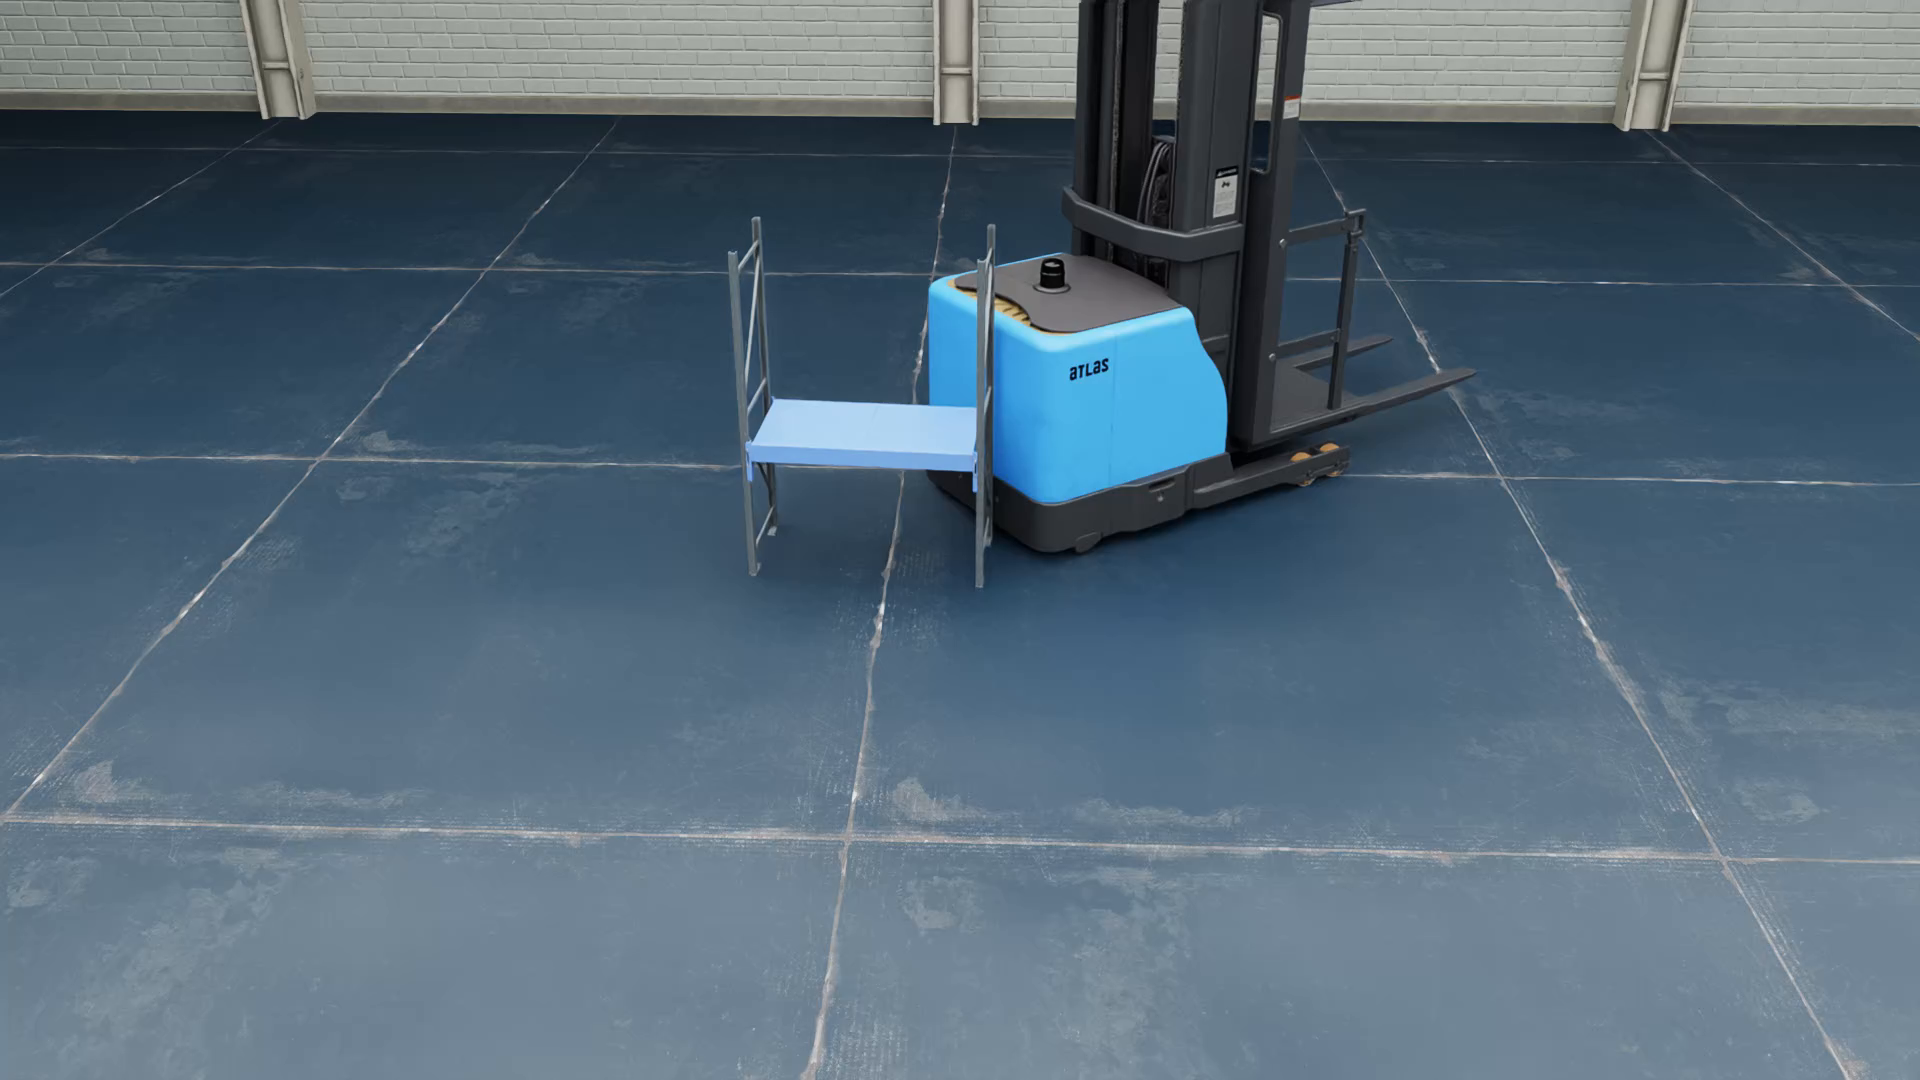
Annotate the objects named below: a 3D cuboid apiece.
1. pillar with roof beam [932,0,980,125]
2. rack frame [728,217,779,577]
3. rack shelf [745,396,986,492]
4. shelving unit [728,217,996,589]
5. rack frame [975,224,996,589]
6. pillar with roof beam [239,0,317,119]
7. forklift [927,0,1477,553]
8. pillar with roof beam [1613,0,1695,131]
[{"bbox_3d":[-0.183,-5.686,8.869,0.400,9.000,9.100,1,28,2],"label":"pillar with roof beam"},{"bbox_3d":[-0.901,-0.614,7.308,0.032,1.500,0.500,3,28,5],"label":"rack frame"},{"bbox_3d":[-0.395,-0.430,7.345,1.000,0.185,0.538,3,28,5],"label":"rack shelf"},{"bbox_3d":[-0.395,-0.589,7.260,1.048,1.500,0.538,3,28,5],"label":"shelving unit"},{"bbox_3d":[0.110,-0.564,7.213,0.032,1.500,0.500,3,28,5],"label":"rack frame"},{"bbox_3d":[-6.179,-5.785,9.056,0.400,9.000,9.100,1,28,2],"label":"pillar with roof beam"},{"bbox_3d":[1.351,-1.750,7.923,3.031,2.935,1.130,-17,32,-29],"label":"forklift"},{"bbox_3d":[5.813,-5.587,8.682,0.400,9.000,9.100,1,28,2],"label":"pillar with roof beam"}]
